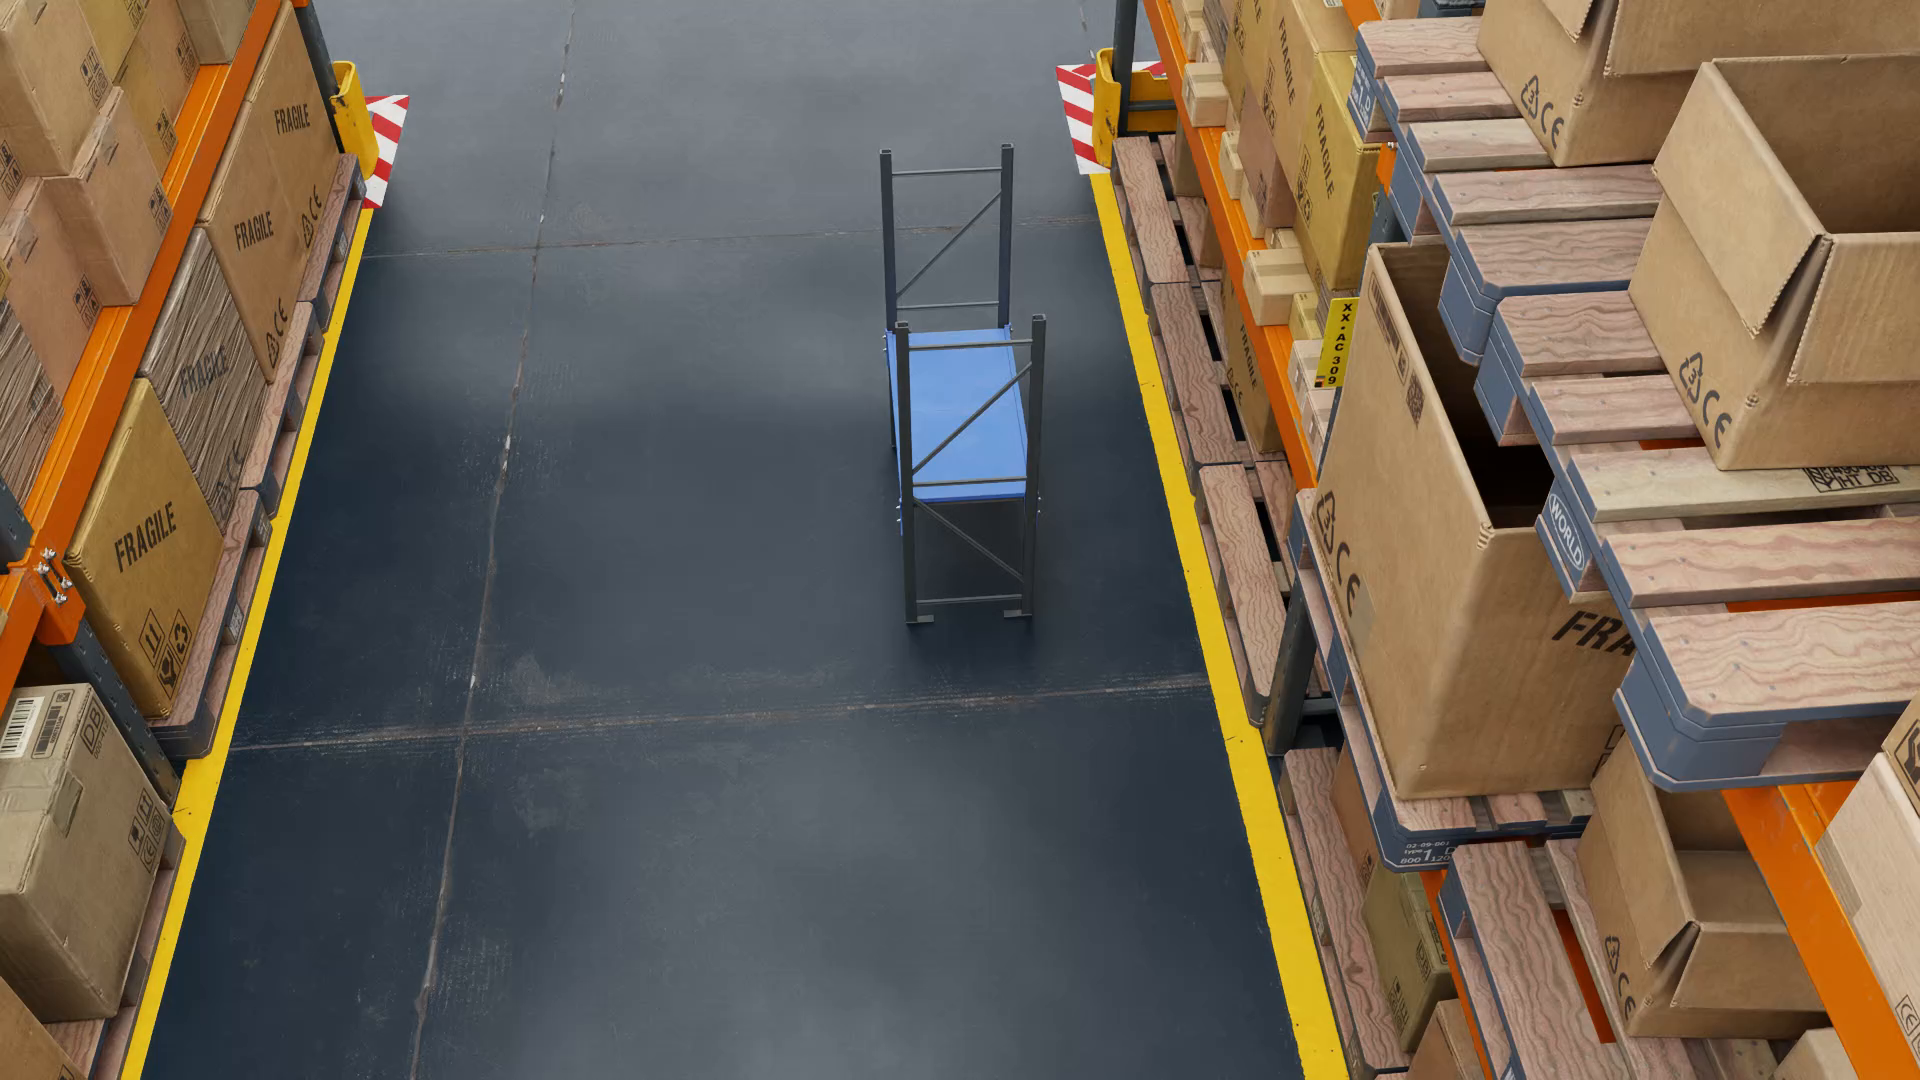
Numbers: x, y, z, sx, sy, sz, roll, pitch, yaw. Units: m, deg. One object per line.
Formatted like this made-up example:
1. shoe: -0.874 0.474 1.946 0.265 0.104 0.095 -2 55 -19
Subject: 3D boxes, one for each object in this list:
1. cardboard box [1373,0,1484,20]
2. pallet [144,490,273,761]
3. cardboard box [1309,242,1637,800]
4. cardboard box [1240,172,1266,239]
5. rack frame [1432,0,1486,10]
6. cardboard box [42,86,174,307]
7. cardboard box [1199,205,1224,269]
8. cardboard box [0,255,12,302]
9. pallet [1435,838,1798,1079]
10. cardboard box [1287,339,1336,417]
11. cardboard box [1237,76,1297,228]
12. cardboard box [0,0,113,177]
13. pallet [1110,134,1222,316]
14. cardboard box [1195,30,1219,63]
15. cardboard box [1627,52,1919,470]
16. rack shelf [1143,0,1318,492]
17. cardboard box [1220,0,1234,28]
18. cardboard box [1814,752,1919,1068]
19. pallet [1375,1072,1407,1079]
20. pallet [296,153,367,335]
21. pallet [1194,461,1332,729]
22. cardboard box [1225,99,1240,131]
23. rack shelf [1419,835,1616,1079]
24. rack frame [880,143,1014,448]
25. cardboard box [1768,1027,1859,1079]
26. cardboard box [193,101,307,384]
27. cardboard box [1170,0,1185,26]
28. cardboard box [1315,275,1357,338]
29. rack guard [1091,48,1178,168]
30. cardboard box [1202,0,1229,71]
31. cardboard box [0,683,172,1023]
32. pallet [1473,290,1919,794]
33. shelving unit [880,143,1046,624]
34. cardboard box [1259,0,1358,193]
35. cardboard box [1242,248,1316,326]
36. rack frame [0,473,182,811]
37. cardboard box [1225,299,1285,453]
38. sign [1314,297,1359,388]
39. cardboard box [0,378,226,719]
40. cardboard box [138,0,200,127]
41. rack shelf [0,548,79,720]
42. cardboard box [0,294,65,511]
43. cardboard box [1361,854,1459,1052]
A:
1. cardboard box: 1.328 -1.597 4.370 0.500 0.250 0.500 -2 47 -2
2. pallet: -3.310 0.329 6.429 1.003 0.211 1.213 -3 47 -3
3. cardboard box: 1.553 -0.070 4.185 1.000 1.000 1.000 -3 47 -3
4. cardboard box: 1.260 -1.262 6.189 0.380 0.149 0.250 -3 47 -3
5. rack frame: 1.626 -2.366 2.929 1.000 3.000 0.127 -3 47 -3
6. cardboard box: -3.364 -1.187 5.841 0.875 0.550 0.550 -3 47 -3
7. cardboard box: 1.411 -1.599 7.767 0.500 0.500 0.500 8 47 7
8. cardboard box: -3.321 -0.767 4.700 0.875 0.550 0.550 -3 47 -3
9. pallet: 1.755 1.227 3.790 1.003 0.211 1.213 -3 47 -3
10. cardboard box: 1.304 -0.536 5.501 0.380 0.149 0.250 -3 47 -3
11. cardboard box: 1.501 -1.489 5.957 0.875 0.500 0.500 -3 47 -3
12. cardboard box: -3.391 -1.557 5.448 0.875 0.550 0.550 -3 47 -3
13. pallet: 1.331 -1.593 8.250 1.003 0.211 1.213 -3 47 -3
14. cardboard box: 1.189 -1.986 6.875 0.380 0.149 0.250 -3 47 -3
15. cardboard box: 1.647 -0.487 2.855 0.797 0.503 0.637 -2 47 -2
16. rack shelf: 1.459 -1.503 6.739 1.077 0.370 4.000 -3 47 -3
17. cardboard box: 1.192 -2.178 5.921 0.500 0.500 0.500 -3 47 -3
18. cardboard box: 1.583 0.560 2.327 0.500 0.250 0.500 -2 47 -2
19. pallet: 1.798 2.104 4.749 1.003 0.211 1.213 -3 47 -3
20. pallet: -3.515 -1.436 8.101 1.003 0.211 1.213 -3 47 -3
21. pallet: 1.535 0.172 6.578 1.003 0.211 1.213 -3 47 -3
22. cardboard box: 1.260 -1.626 6.534 0.380 0.149 0.250 -3 47 -3
23. rack shelf: 1.794 1.391 3.998 1.077 0.370 4.000 -3 47 -3
24. rack frame: -0.050 -0.945 6.749 0.500 1.500 0.032 -3 47 -3
25. cardboard box: 2.050 1.272 3.430 0.500 0.250 0.500 -5 47 -4
26. cardboard box: -3.461 -1.259 7.188 0.875 0.875 0.875 -4 47 -4
27. cardboard box: 1.127 -2.347 7.216 0.380 0.149 0.250 -3 47 -3
28. cardboard box: 1.650 -0.769 5.275 0.875 0.500 0.500 -3 47 -3
29. rack guard: 1.298 -2.283 8.704 1.175 0.500 0.348 -3 47 -3
30. cardboard box: 1.471 -2.215 6.645 0.875 0.500 0.500 -3 47 -3
31. cardboard box: -3.183 0.998 5.136 1.050 0.750 0.750 -4 47 -3
32. pallet: 1.662 -0.067 2.947 1.213 0.211 1.003 -3 47 -3
33. shelving unit: -0.007 -0.577 6.400 0.538 1.500 1.048 -3 47 -3
34. cardboard box: 1.271 -1.454 5.235 0.500 0.500 0.500 -3 47 -3
35. cardboard box: 1.211 -0.894 5.841 0.380 0.149 0.250 -3 47 -3
36. rack frame: -3.325 -0.075 4.891 1.000 3.000 0.127 -3 47 -3
37. cardboard box: 1.447 -0.738 6.952 0.500 0.500 0.500 -7 47 -7
38. sign: 1.086 -0.562 4.757 0.100 0.325 0.005 -3 47 -3
39. cardboard box: -3.307 0.052 5.945 0.875 0.875 0.875 -3 47 -3
40. cardboard box: -3.594 -1.945 6.560 0.875 0.550 0.550 -3 47 -3
41. rack shelf: -3.157 1.620 3.782 1.077 0.370 4.000 -3 47 -3
42. cardboard box: -3.367 -0.393 5.089 0.875 0.550 0.550 -3 47 -3
43. cardboard box: 1.678 1.197 5.106 0.700 0.500 0.500 -4 47 -4
